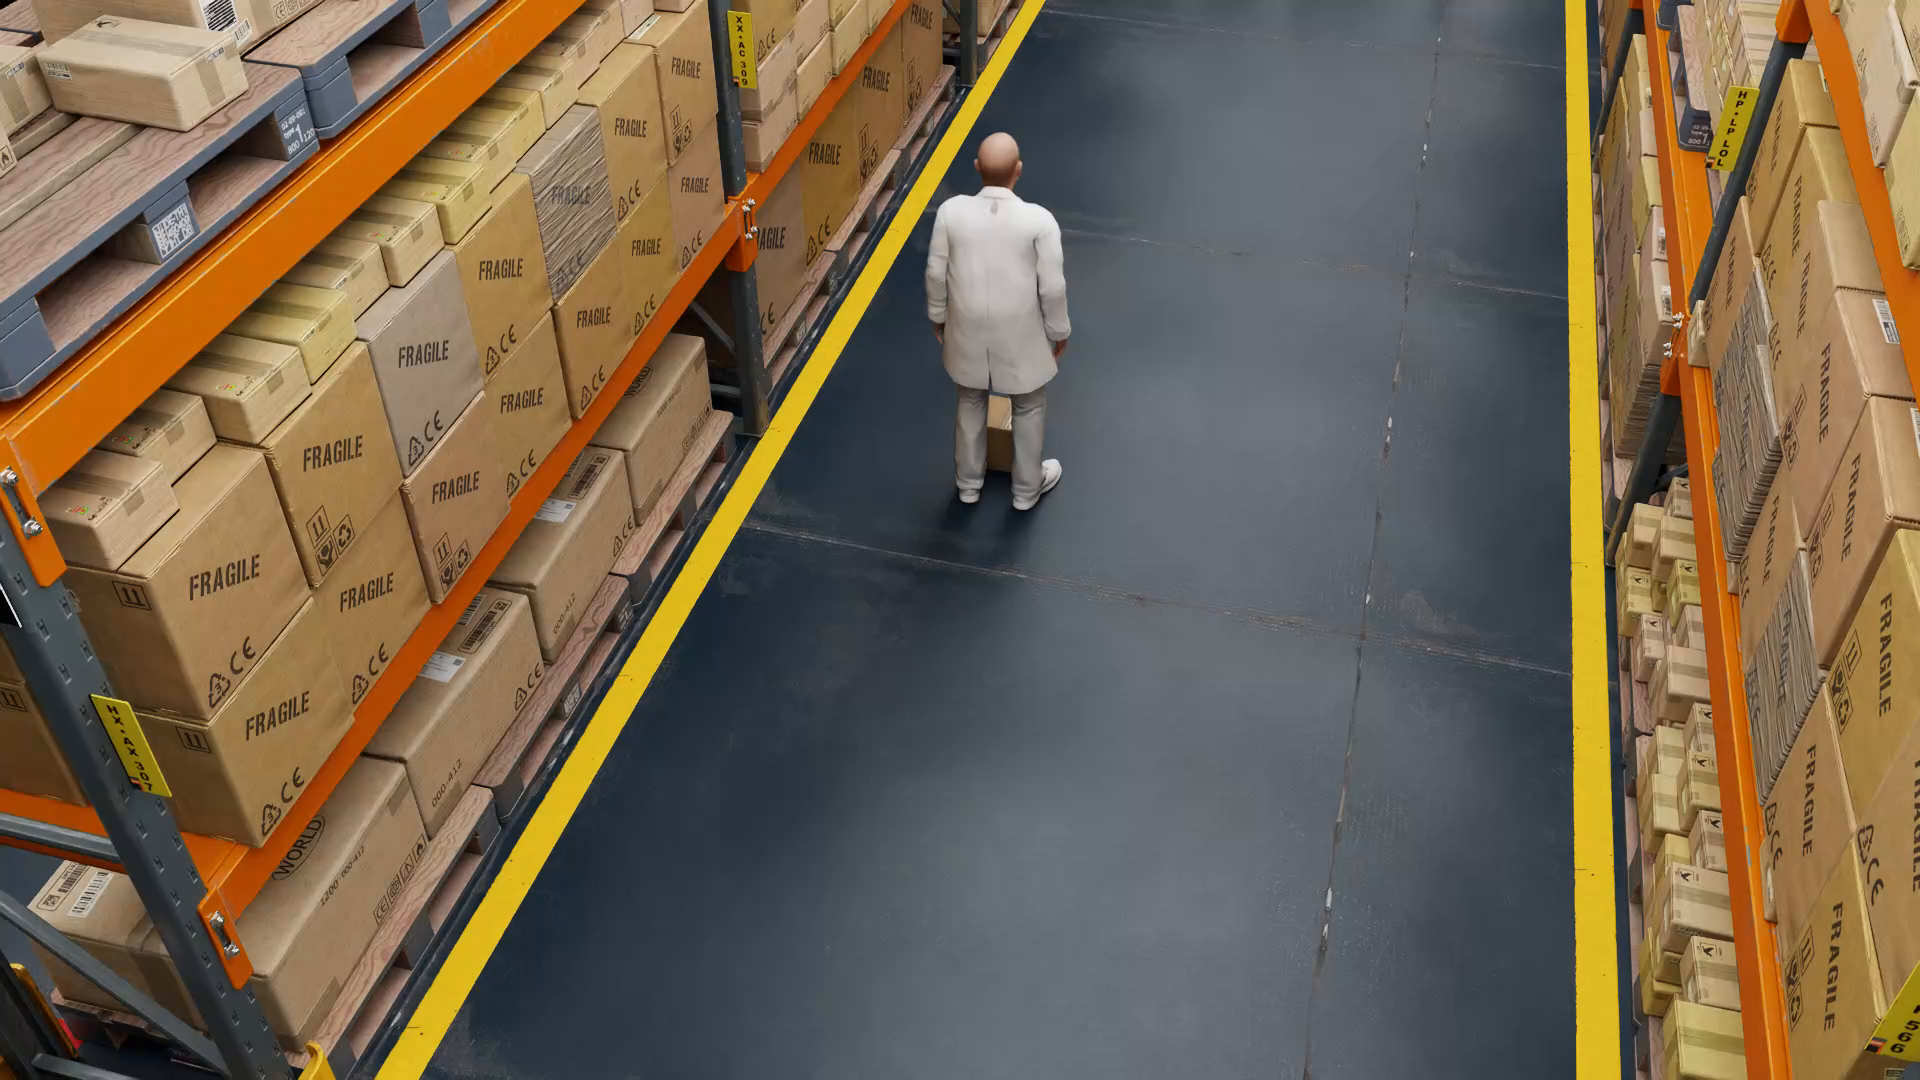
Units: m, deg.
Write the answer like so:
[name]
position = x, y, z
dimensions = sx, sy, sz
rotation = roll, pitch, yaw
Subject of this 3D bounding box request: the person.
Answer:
[person]
position = 0.166, -0.927, 7.254
dimensions = 0.643, 1.775, 0.422
rotation = 10, 42, 12
